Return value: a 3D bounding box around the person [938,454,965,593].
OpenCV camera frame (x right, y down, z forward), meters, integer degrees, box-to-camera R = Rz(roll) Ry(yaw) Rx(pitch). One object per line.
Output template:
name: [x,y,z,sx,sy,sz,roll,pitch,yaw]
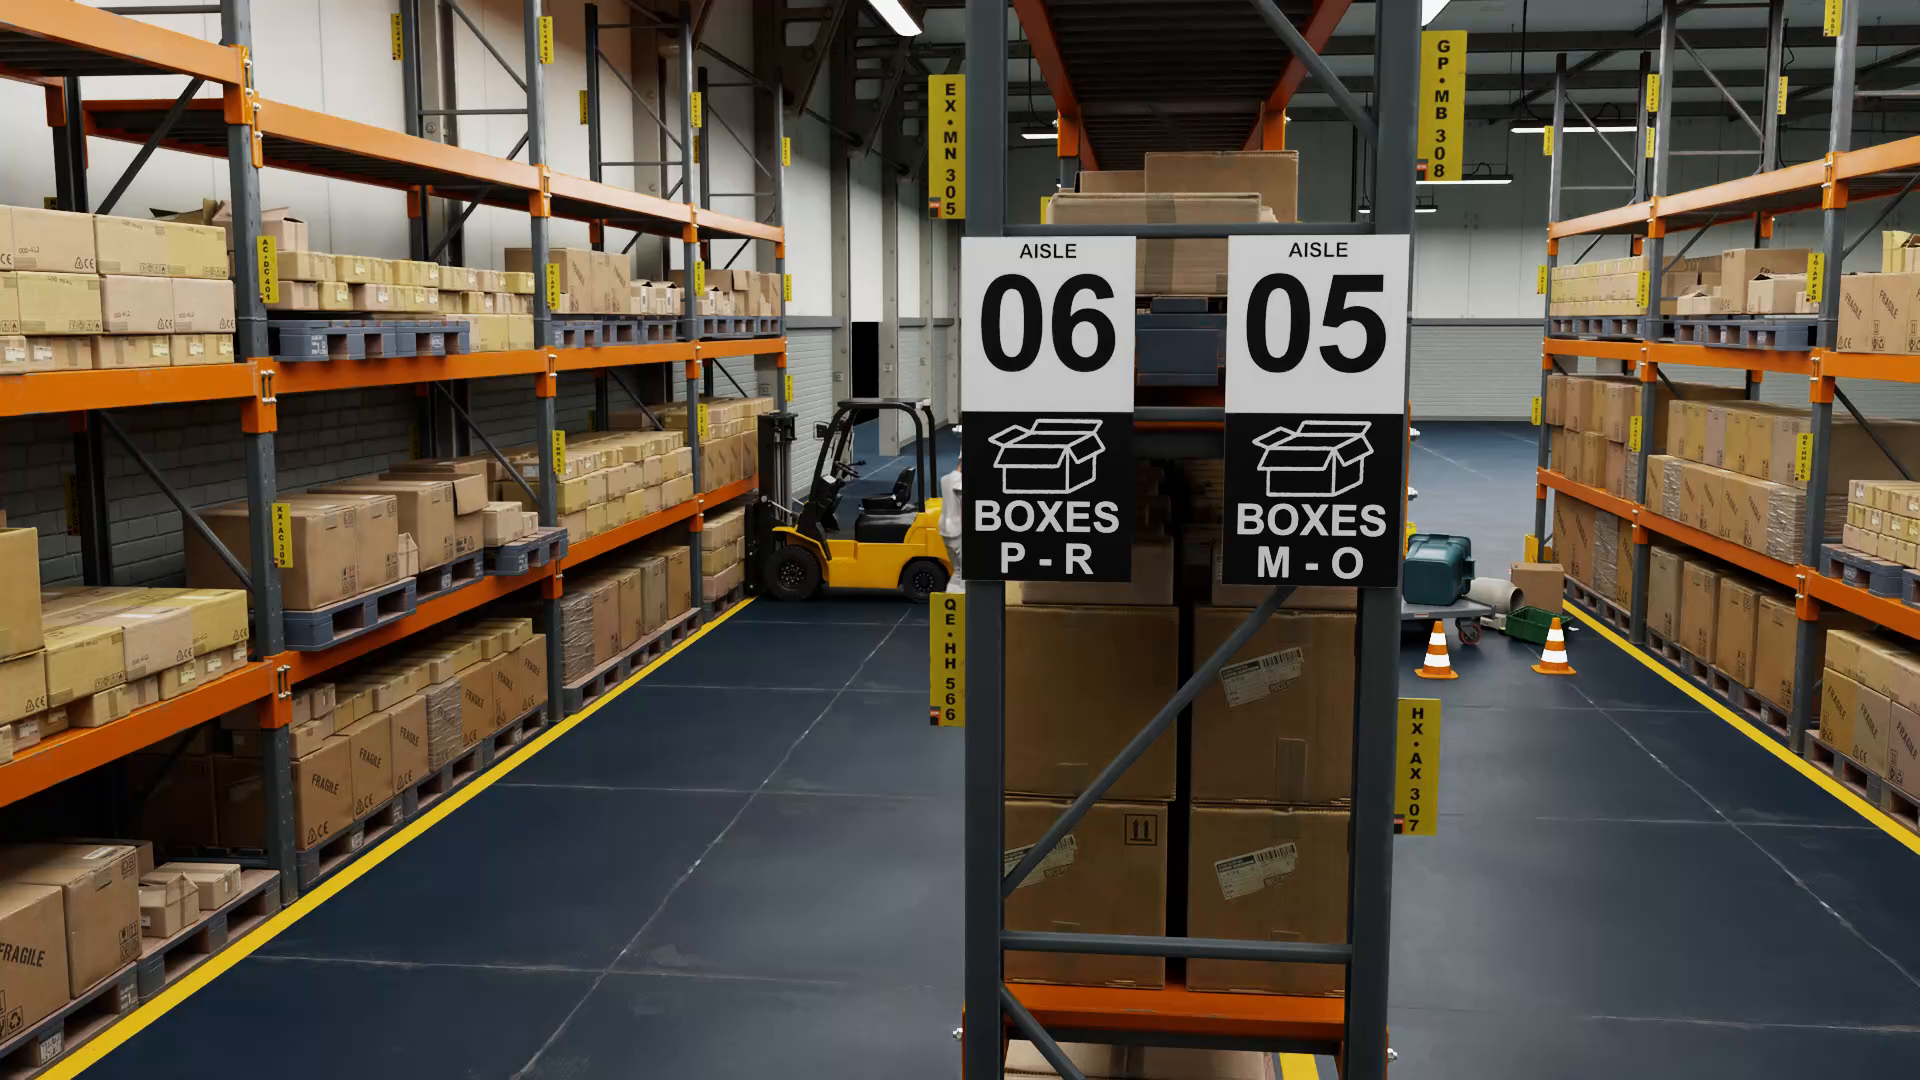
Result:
person: [0.017,-0.044,16.745,0.459,1.735,0.544,-3,8,-21]
